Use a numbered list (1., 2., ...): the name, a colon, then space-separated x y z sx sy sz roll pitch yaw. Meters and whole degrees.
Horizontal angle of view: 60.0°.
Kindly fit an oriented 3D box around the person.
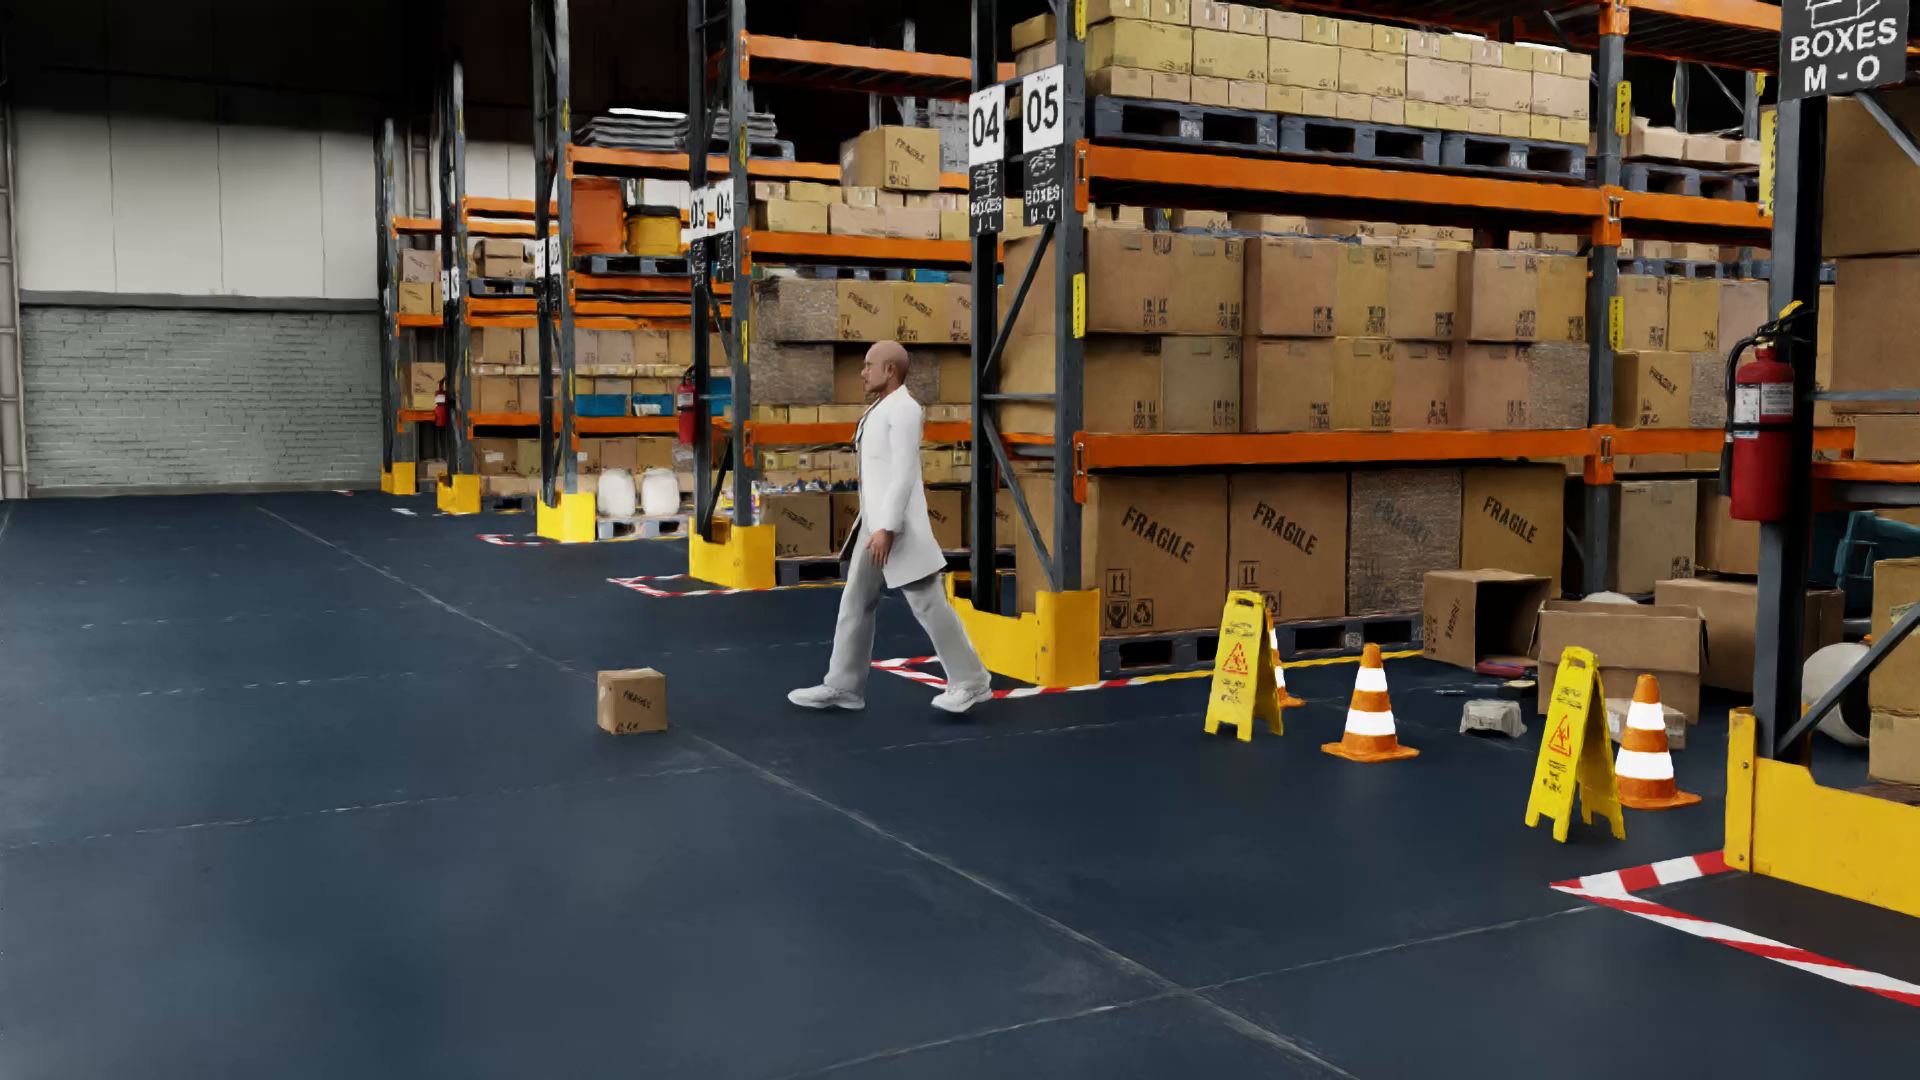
1. person: -0.314 -0.055 7.829 0.927 1.759 0.585 -2 5 -18
